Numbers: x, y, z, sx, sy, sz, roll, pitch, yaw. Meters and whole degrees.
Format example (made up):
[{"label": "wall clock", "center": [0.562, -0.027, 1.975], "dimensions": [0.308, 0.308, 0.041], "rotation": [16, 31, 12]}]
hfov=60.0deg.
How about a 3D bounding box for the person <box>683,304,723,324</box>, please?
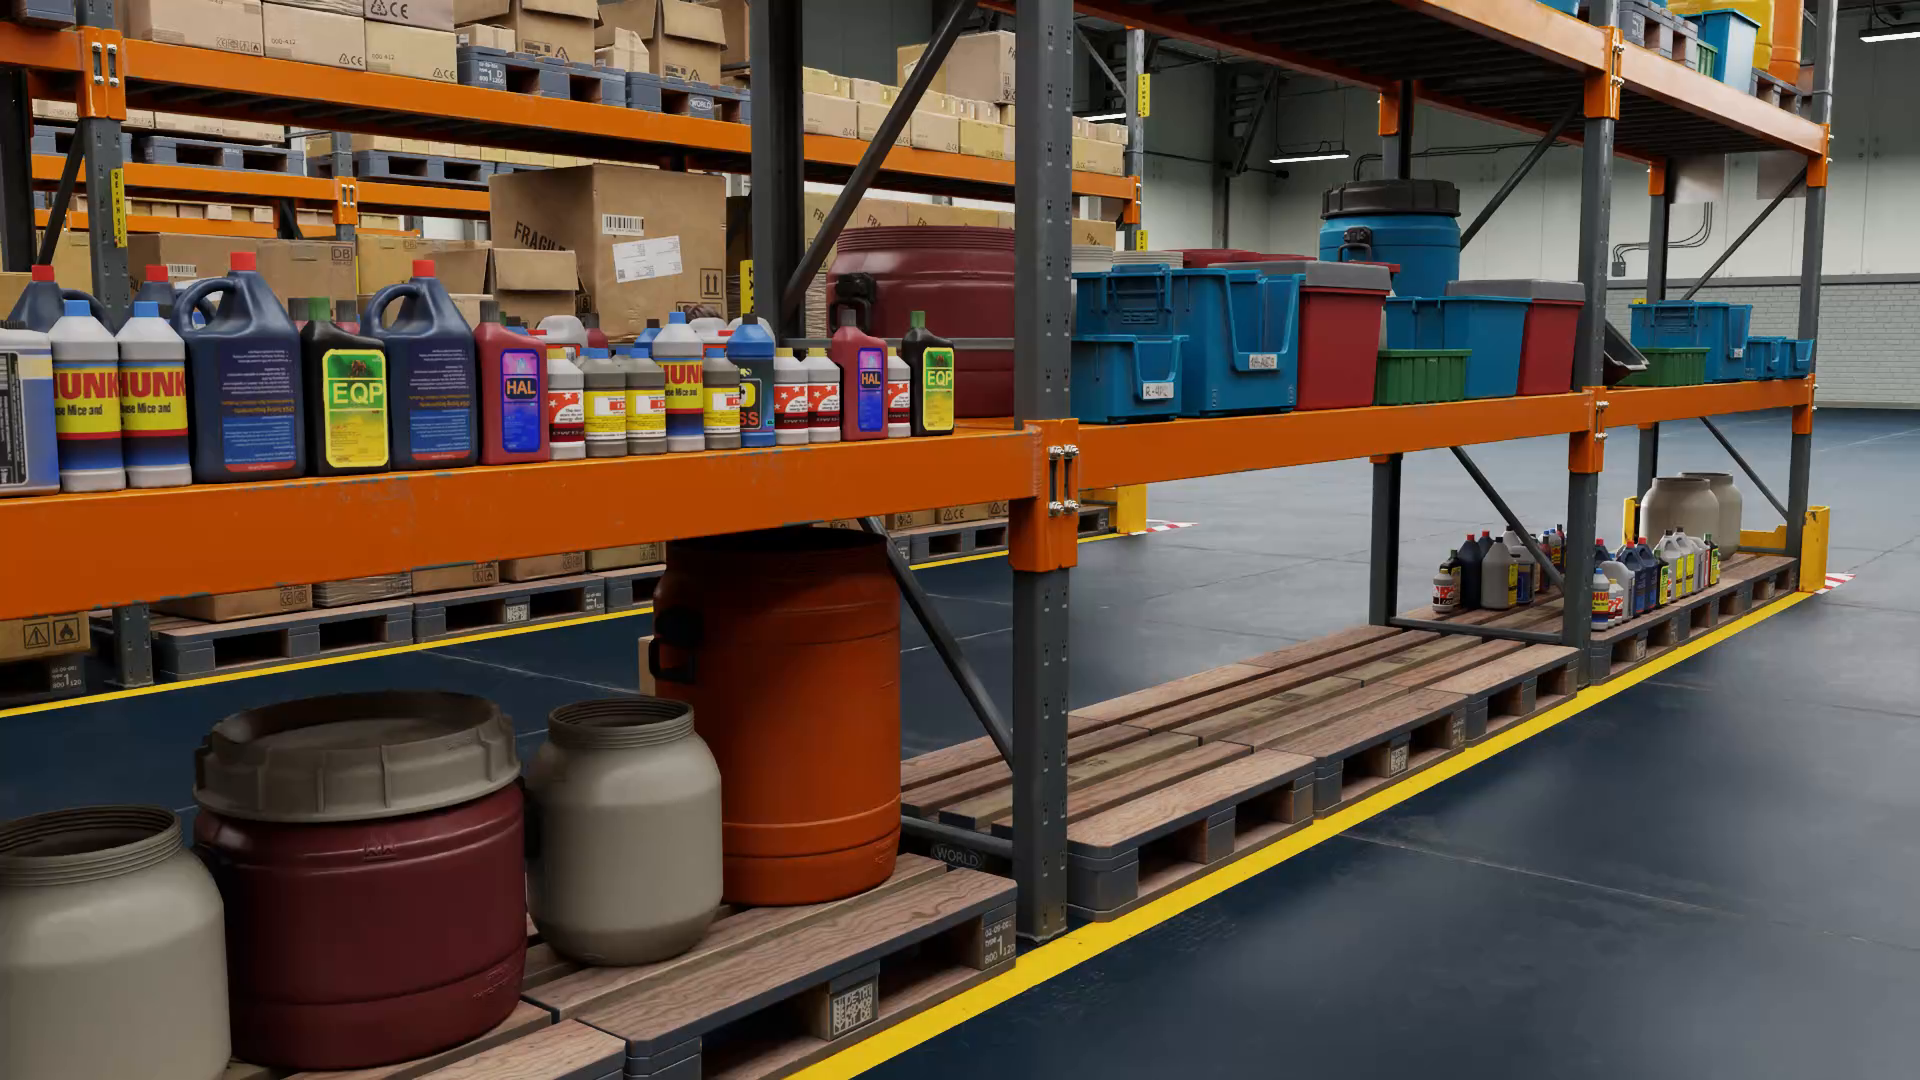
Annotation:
[{"label": "person", "center": [-1.041, -0.146, 6.981], "dimensions": [0.412, 1.672, 0.521], "rotation": [5, 8, 35]}]
